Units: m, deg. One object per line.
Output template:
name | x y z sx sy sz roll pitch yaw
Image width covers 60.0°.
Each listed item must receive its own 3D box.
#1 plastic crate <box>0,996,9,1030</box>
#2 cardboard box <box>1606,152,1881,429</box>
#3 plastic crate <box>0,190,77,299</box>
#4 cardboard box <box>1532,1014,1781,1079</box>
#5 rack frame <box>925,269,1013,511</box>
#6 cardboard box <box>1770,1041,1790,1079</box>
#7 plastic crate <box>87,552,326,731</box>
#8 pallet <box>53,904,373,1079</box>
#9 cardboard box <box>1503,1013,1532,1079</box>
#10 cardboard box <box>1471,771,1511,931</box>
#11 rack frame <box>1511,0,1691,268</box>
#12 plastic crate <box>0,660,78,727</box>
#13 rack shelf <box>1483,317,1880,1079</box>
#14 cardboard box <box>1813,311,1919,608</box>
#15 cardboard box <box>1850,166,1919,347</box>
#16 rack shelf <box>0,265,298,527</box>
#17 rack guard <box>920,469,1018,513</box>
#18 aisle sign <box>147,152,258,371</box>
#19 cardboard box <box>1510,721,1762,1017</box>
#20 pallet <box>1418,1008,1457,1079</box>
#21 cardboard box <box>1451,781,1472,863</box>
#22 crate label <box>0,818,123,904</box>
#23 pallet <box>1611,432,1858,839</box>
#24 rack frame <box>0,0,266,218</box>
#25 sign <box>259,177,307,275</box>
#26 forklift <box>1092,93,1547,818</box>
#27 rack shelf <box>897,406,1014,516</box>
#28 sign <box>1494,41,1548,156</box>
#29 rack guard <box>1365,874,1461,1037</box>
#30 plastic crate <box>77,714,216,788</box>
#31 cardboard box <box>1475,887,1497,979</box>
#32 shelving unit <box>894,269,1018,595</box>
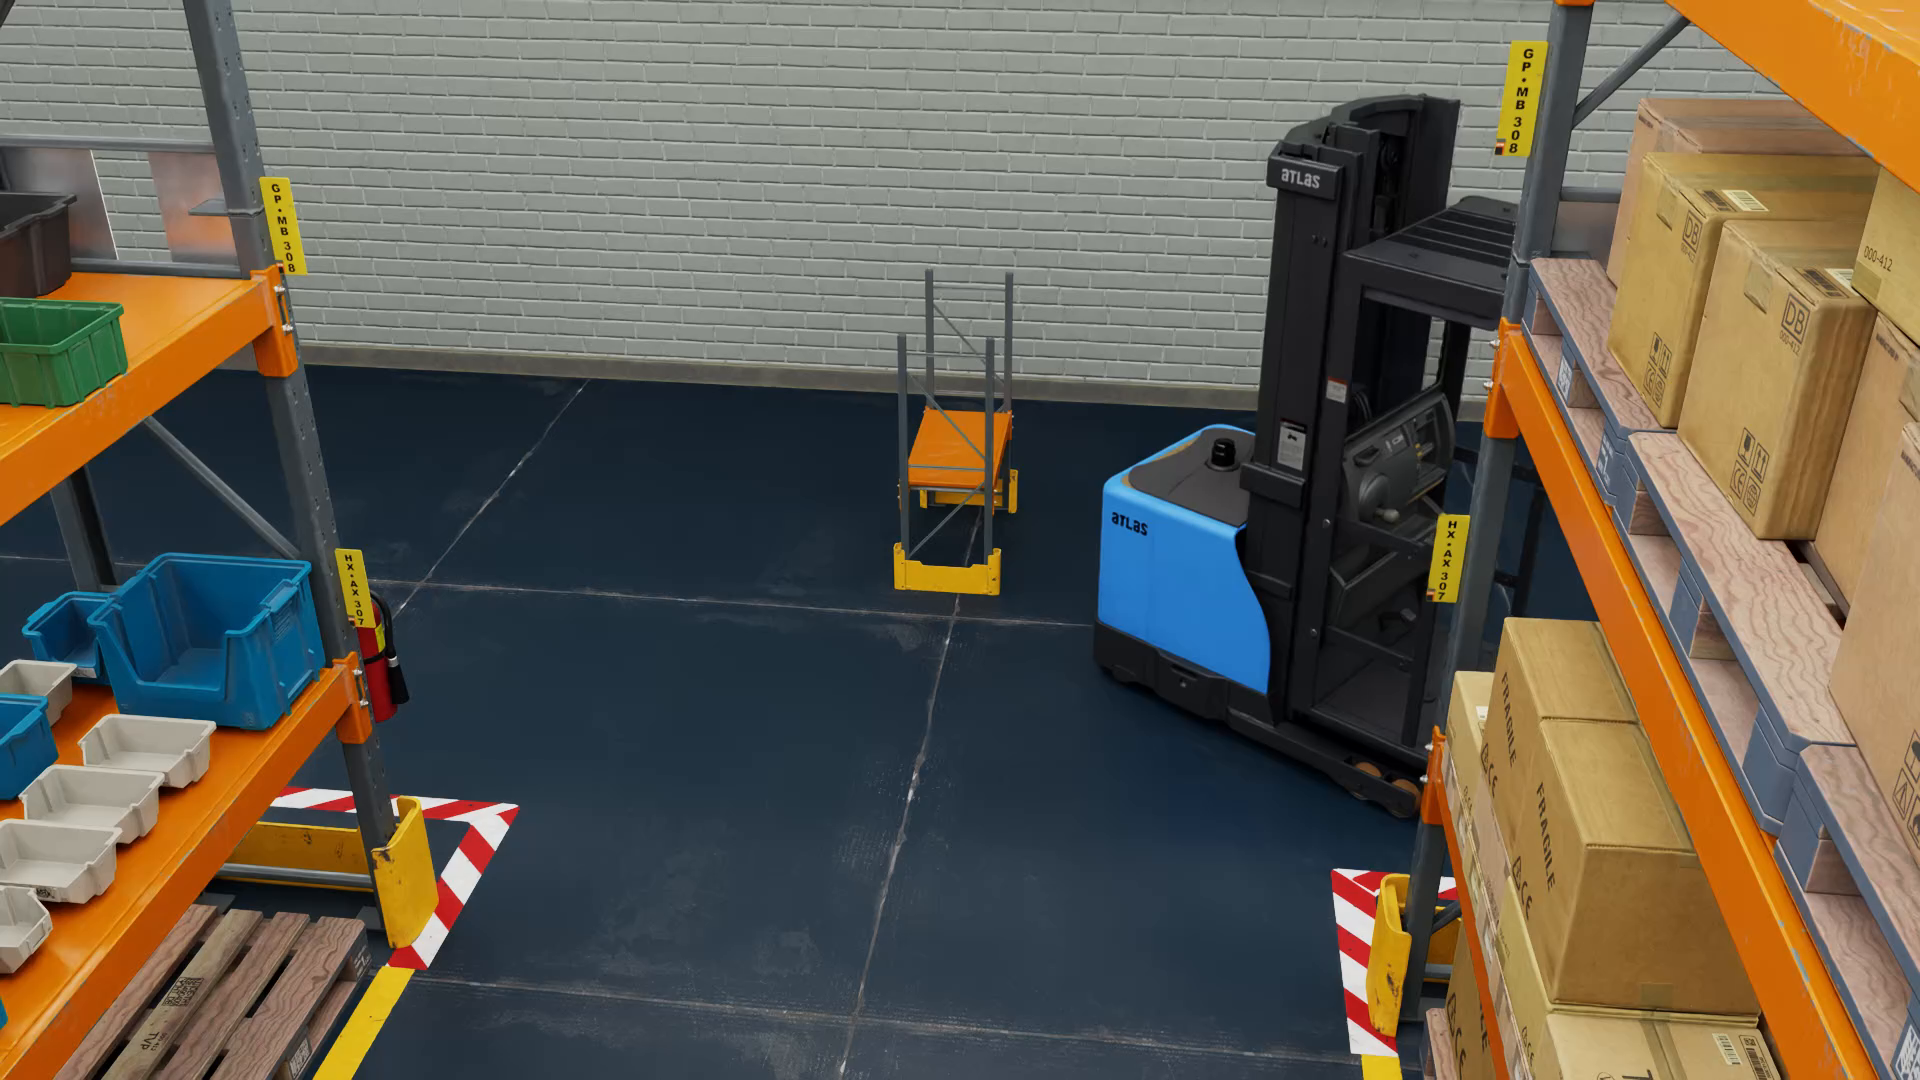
plastic crate | -2.757 1.255 4.372 0.416 0.233 0.300 3 28 6
cardboard box | 1.957 -0.574 3.837 0.700 0.500 0.500 2 28 4
plastic crate | -3.084 -0.872 5.181 0.497 0.269 0.590 3 28 6
cardboard box | 1.648 1.386 3.859 0.500 0.250 0.500 3 28 5
rack frame | 0.052 -0.859 9.764 0.500 1.500 0.032 3 28 6
cardboard box | 2.175 1.416 3.804 0.500 0.250 0.500 3 29 6
plastic crate | -2.615 0.352 5.833 0.616 0.435 0.499 3 28 6
pallet | -2.899 1.839 6.113 1.003 0.211 1.213 3 28 6
cardboard box | 1.630 1.378 4.295 0.380 0.149 0.250 3 28 6
cardboard box | 1.772 0.904 4.754 0.500 0.250 0.500 3 28 6
rack frame | 2.156 -2.127 4.211 1.000 3.000 0.127 3 28 6
plastic crate | -3.238 0.559 5.765 0.250 0.136 0.298 3 28 6
rack shelf | 1.911 0.451 3.346 1.077 0.370 4.000 3 28 6
cardboard box | 1.977 -0.060 2.882 0.700 0.500 0.500 5 29 8
cardboard box | 1.898 -0.460 2.834 0.500 0.250 0.500 2 28 5
rack shelf | -3.005 0.163 3.880 1.077 0.370 4.000 3 28 6
rack guard | 0.052 -0.309 10.059 0.587 0.250 0.087 3 28 6
aisle sign | -2.460 -0.936 5.583 0.394 0.787 0.004 3 28 6
cardboard box | 1.710 0.808 4.141 0.500 0.500 0.500 3 28 5
pallet | 2.136 2.122 5.588 1.003 0.211 1.213 3 28 6
cardboard box | 1.755 0.893 5.195 0.380 0.149 0.250 3 28 5
crate label | -2.740 0.978 4.987 0.396 0.136 0.243 3 28 6
pallet | 1.928 0.158 3.225 1.003 0.211 1.213 3 28 6
rack frame | -2.760 -2.415 4.745 1.000 3.000 0.127 3 28 6
sign | -2.212 -1.024 5.436 0.100 0.325 0.005 3 28 6
forklift | 2.107 -0.330 7.272 3.031 2.935 1.130 23 36 36
rack shelf | -0.010 -0.462 9.405 0.538 0.185 1.000 3 28 6
sign | 1.606 -1.262 4.762 0.100 0.325 0.005 3 28 6
rack guard | 2.159 1.603 6.248 1.175 0.500 0.348 3 28 6
plastic crate | -2.680 0.710 5.485 0.396 0.136 0.243 3 28 6
cardboard box | 1.693 1.136 4.743 0.380 0.149 0.250 3 28 5
shelving unit | -0.009 -0.624 9.328 0.587 1.500 1.083 3 28 6
